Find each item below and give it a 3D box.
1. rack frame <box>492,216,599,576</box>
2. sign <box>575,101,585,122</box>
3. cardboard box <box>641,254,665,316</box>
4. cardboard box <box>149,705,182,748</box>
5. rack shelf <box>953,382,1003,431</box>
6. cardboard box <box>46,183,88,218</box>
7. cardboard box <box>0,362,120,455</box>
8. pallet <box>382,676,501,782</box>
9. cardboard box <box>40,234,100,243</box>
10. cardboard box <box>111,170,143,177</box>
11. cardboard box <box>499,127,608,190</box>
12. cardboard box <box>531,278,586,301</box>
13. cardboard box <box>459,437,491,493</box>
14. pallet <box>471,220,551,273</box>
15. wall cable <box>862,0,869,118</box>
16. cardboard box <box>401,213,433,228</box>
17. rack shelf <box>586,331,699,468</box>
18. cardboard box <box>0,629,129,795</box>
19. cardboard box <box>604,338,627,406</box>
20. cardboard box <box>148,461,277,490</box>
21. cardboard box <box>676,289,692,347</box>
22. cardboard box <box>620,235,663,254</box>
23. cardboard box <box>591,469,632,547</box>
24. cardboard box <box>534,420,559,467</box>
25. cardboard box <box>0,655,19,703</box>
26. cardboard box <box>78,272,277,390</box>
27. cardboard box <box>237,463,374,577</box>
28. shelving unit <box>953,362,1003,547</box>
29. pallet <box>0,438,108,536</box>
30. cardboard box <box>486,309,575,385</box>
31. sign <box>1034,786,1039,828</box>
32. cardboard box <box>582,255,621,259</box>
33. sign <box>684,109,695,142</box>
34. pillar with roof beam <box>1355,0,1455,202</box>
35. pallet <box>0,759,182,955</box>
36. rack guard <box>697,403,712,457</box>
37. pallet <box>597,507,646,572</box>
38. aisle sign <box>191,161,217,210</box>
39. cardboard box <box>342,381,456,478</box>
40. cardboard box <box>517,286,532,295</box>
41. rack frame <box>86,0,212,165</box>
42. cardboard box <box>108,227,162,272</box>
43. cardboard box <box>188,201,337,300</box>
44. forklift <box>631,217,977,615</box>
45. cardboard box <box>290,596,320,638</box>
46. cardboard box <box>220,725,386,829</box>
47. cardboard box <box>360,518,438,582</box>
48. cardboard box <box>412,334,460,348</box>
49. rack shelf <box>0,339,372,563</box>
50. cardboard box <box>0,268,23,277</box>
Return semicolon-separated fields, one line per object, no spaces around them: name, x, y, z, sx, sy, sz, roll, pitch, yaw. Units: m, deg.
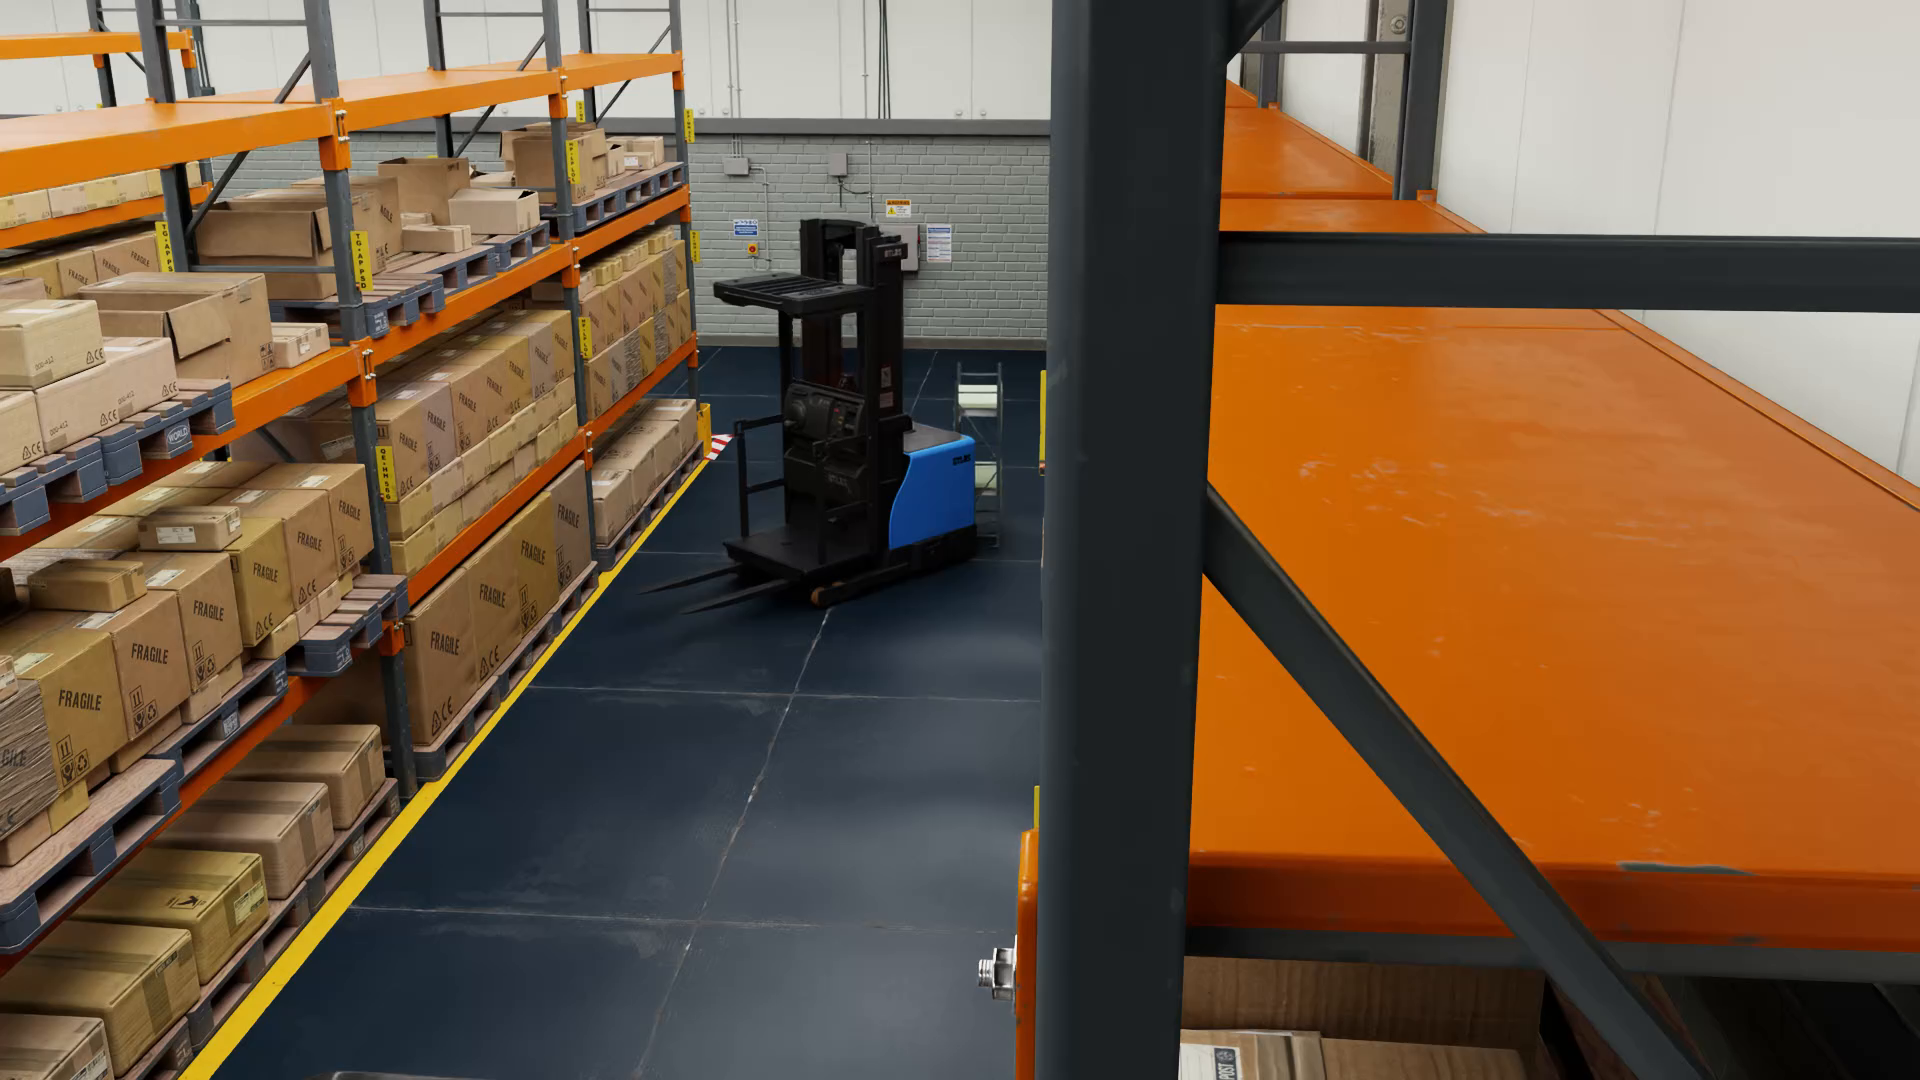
rack frame;-3.544;-1.116;13.511;1.000;3.000;0.127;1;18;4
sign;-3.810;-4.251;16.731;0.100;0.325;0.005;1;18;4
cardboard box;-3.101;-2.409;15.692;0.500;0.500;0.500;1;18;4
cardboard box;-3.712;0.801;7.390;0.380;0.149;0.250;1;18;4
rack shelf;0.164;-1.140;14.741;0.431;0.370;0.720;1;18;2
cardboard box;-8.108;-3.004;14.698;0.500;0.250;0.500;2;18;6
cardboard box;-3.640;-0.515;6.427;0.500;0.250;0.500;1;18;3
pallet;-3.699;1.208;10.896;1.003;0.211;1.213;1;18;4
cardboard box;-8.588;-2.650;15.949;0.500;0.500;0.500;1;18;3
cardboard box;-8.055;-3.562;15.599;0.500;0.250;0.500;2;18;5
cardboard box;-3.479;-3.257;14.228;0.797;0.503;0.637;3;18;8
cardboard box;-3.262;-2.039;13.521;0.380;0.149;0.250;1;18;3
cardboard box;-3.461;-0.507;11.090;0.500;0.250;0.500;1;18;4
pallet;-3.560;-2.165;12.202;0.805;0.209;1.217;1;18;2
wall cable;-2.380;-6.964;21.726;2.355;3.000;0.029;1;18;4
cardboard box;-3.983;-2.245;11.840;0.380;0.166;0.250;0;18;0
rack shelf;-3.400;-1.395;15.519;1.077;0.370;4.000;1;18;4
cardboard box;-3.762;0.685;6.701;0.500;0.500;0.500;1;18;4
cardboard box;-3.209;-1.460;14.399;0.500;0.500;0.500;1;18;4
cardboard box;-4.093;-0.127;9.182;0.500;0.500;0.500;1;18;2
cardboard box;-3.027;-2.250;16.812;0.500;0.500;0.500;1;18;4
cardboard box;-3.071;-2.834;15.948;0.380;0.149;0.250;2;18;5
cardboard box;-3.392;-0.291;14.433;0.875;0.438;0.875;1;18;3
cardboard box;-3.362;-0.742;12.610;0.500;0.250;0.500;1;18;3
cardboard box;-3.731;0.534;6.122;0.380;0.149;0.250;1;18;4
cardboard box;-3.908;-1.052;8.340;0.700;0.500;0.500;1;18;4
cardboard box;-3.586;-0.115;9.143;0.500;0.500;0.500;1;18;2
shelving unit;0.164;-0.769;14.862;0.431;1.500;0.755;1;18;2
pallet;-3.967;-0.157;6.069;1.213;0.211;1.003;1;18;4
cardboard box;-3.325;-1.494;12.900;0.500;0.500;0.500;2;18;6
sign;0.292;0.957;5.454;0.100;0.325;0.005;1;18;4
cardboard box;-3.221;-2.437;14.735;0.380;0.149;0.250;1;18;4
sign;-2.717;-4.150;16.660;0.100;0.325;0.005;1;18;4
pillar with roof beam;-2.368;-2.286;7.447;9.100;9.000;0.400;1;18;4
pallet;-3.917;1.226;6.673;1.003;0.211;1.213;1;18;4
rack guard;-3.255;-1.178;17.715;1.175;0.500;0.348;1;18;4
pallet;-3.411;-0.025;14.661;1.003;0.211;1.213;1;18;4
aisle sign;-7.897;-3.689;17.188;0.394;0.787;0.004;1;18;4
cardboard box;-3.525;-0.698;10.470;0.500;0.500;0.500;1;18;4
cardboard box;-3.712;-2.129;13.795;0.380;0.149;0.250;2;18;5
rack frame;-8.201;-5.288;16.610;1.000;3.000;0.127;1;18;4
cardboard box;-8.022;-2.796;16.396;0.500;0.500;0.500;1;18;2
cardboard box;-3.954;-1.668;9.539;0.797;0.503;0.637;0;18;1
forklift;-1.255;-1.030;13.360;3.031;2.935;1.130;-17;25;-42
cardboard box;-3.566;0.395;8.628;0.380;0.149;0.250;0;18;1
cardboard box;-3.881;1.351;9.529;0.950;0.372;0.625;0;18;0
cardboard box;-3.544;0.051;10.190;0.500;0.250;0.500;1;18;3
cardboard box;-3.909;-1.194;11.983;0.500;0.500;0.500;1;18;3
rack shelf;-3.974;-0.336;7.469;1.077;0.370;4.000;1;18;4
cardboard box;-8.213;-1.994;13.946;0.500;0.500;0.500;2;18;5
